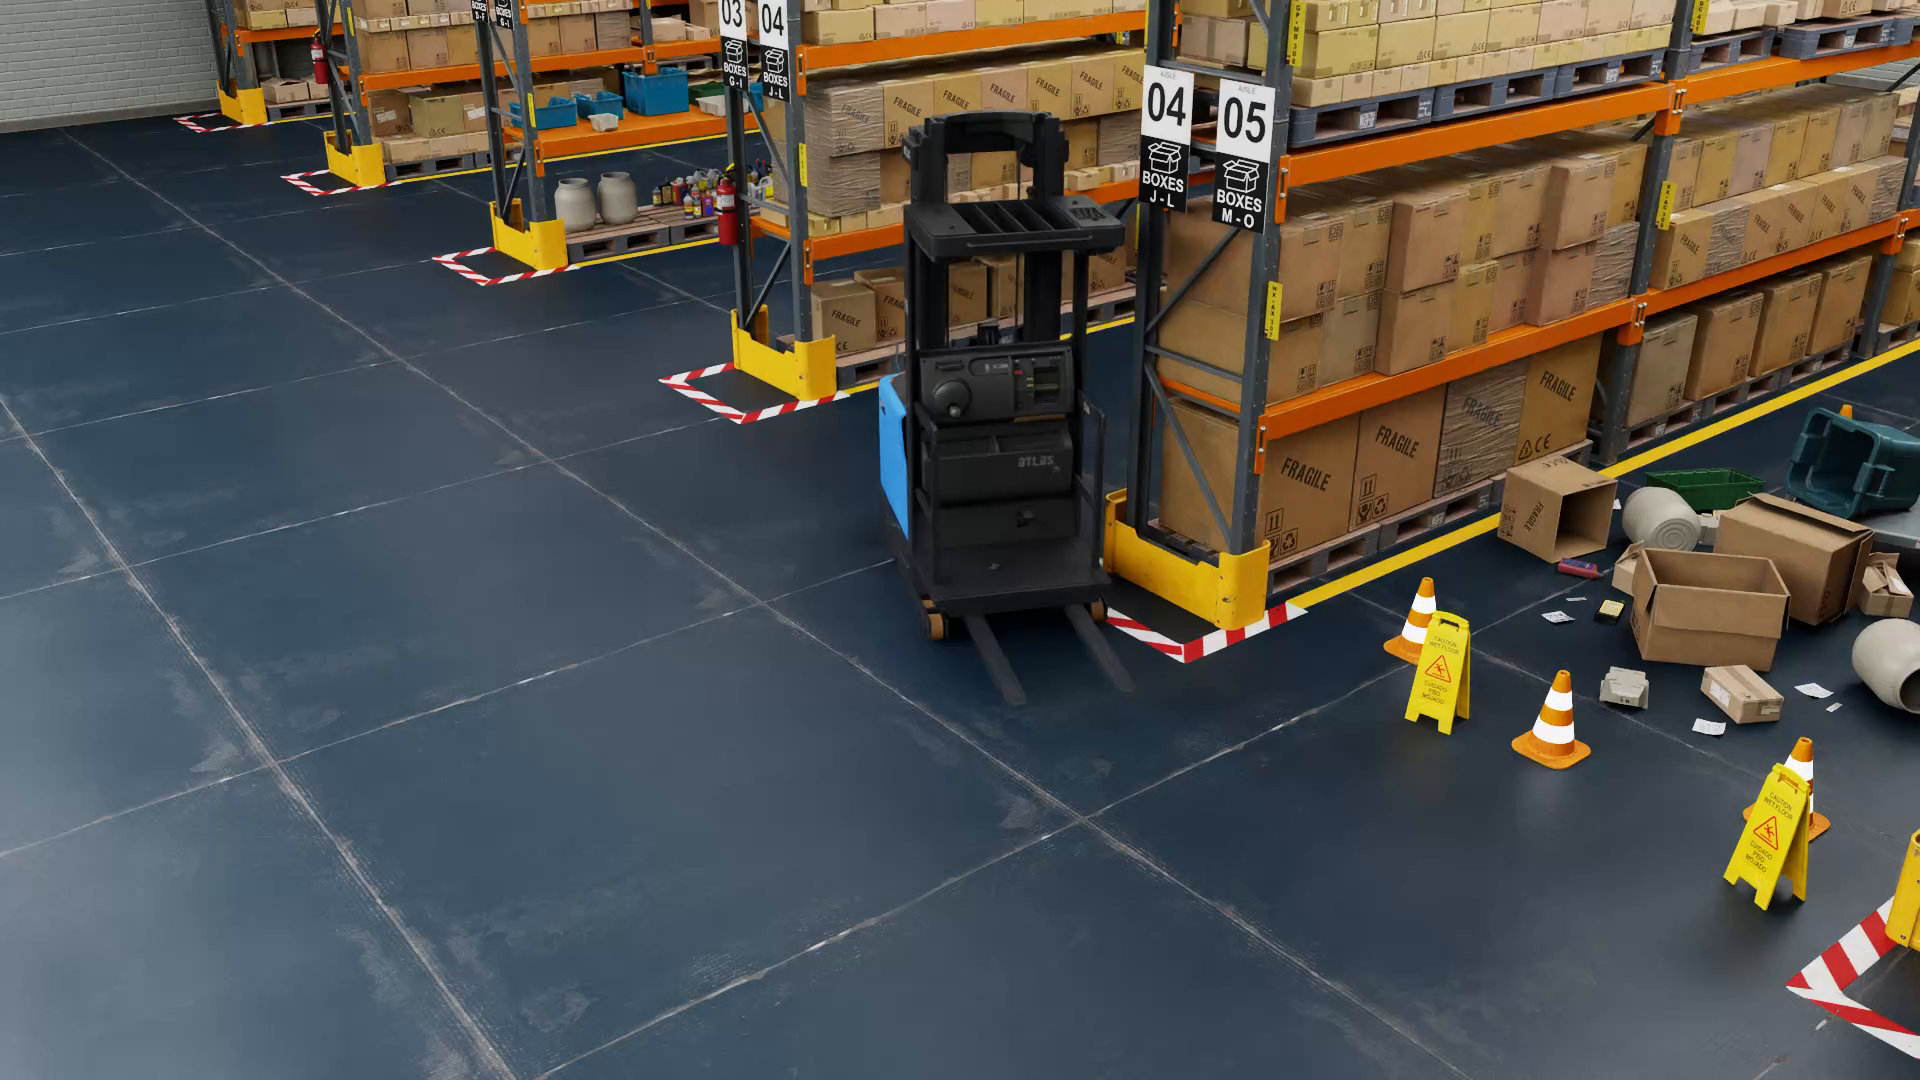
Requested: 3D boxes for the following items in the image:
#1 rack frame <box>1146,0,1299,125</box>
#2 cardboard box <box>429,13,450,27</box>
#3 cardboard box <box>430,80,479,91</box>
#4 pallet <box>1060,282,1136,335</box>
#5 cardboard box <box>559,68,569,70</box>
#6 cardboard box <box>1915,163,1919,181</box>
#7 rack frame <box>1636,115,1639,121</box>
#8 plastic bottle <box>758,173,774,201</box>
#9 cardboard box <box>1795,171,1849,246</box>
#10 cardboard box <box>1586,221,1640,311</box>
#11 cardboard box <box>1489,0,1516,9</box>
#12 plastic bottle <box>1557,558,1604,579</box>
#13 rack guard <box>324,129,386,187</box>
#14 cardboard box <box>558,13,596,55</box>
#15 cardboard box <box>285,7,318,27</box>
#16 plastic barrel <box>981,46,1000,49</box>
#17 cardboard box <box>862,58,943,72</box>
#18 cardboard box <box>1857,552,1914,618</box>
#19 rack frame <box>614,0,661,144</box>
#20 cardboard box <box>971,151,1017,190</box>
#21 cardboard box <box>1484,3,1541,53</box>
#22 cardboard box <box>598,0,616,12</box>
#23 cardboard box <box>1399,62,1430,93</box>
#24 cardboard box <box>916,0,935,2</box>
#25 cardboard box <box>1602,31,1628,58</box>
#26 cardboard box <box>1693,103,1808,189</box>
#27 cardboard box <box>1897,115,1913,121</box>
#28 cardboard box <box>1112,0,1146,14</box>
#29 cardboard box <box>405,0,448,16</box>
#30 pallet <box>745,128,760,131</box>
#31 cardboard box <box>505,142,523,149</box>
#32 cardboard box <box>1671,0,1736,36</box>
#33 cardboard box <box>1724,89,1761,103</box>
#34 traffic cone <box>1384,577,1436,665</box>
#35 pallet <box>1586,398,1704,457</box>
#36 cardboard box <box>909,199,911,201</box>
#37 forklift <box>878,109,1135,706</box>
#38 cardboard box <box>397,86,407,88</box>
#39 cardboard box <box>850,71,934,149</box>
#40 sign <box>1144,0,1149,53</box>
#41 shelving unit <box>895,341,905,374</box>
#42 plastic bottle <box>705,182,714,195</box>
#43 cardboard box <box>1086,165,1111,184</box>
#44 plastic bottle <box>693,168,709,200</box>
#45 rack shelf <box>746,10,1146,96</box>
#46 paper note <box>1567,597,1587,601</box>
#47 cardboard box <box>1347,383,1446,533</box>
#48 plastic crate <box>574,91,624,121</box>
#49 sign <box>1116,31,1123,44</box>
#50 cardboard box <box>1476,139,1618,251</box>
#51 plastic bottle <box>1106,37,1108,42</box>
[{"bbox_3d":[1.421,-3.764,8.671,0.127,3.000,1.000,-18,31,-34],"label":"rack frame"},{"bbox_3d":[-6.625,-6.564,20.940,0.250,0.149,0.380,-19,31,-35],"label":"cardboard box"},{"bbox_3d":[-6.653,-5.781,22.019,0.500,0.500,0.500,-18,31,-34],"label":"cardboard box"},{"bbox_3d":[1.081,-2.300,15.955,1.213,0.211,1.003,-18,31,-34],"label":"pallet"},{"bbox_3d":[-6.637,-8.087,27.559,0.500,0.500,0.700,-19,31,-35],"label":"cardboard box"},{"bbox_3d":[8.193,-3.247,14.482,0.250,0.149,0.380,-19,31,-35],"label":"cardboard box"},{"bbox_3d":[7.883,-5.829,20.247,0.127,3.000,1.000,-18,31,-34],"label":"rack frame"},{"bbox_3d":[-2.202,-3.993,18.916,0.185,0.351,0.144,-18,31,-34],"label":"plastic bottle"},{"bbox_3d":[6.741,-2.701,13.389,0.500,0.500,0.500,-19,31,-35],"label":"cardboard box"},{"bbox_3d":[4.286,-2.050,11.926,0.550,0.550,0.875,-18,31,-34],"label":"cardboard box"},{"bbox_3d":[3.083,-3.265,9.892,0.250,0.149,0.380,-18,30,-33],"label":"cardboard box"},{"bbox_3d":[4.030,0.190,10.768,0.283,0.061,0.133,15,29,29],"label":"plastic bottle"},{"bbox_3d":[-7.688,-4.855,21.117,0.348,0.500,1.175,-18,31,-34],"label":"rack guard"},{"bbox_3d":[-5.278,-6.823,22.269,0.500,0.500,0.700,-19,31,-35],"label":"cardboard box"},{"bbox_3d":[-9.749,-7.737,24.512,0.500,0.250,0.500,-19,31,-36],"label":"cardboard box"},{"bbox_3d":[0.338,-5.932,20.308,0.433,0.535,0.433,0,25,0],"label":"plastic barrel"},{"bbox_3d":[-0.494,-3.832,14.283,0.500,0.500,0.500,-18,31,-34],"label":"cardboard box"},{"bbox_3d":[5.738,0.272,10.347,0.258,0.266,0.396,5,25,11],"label":"cardboard box"},{"bbox_3d":[-4.522,-7.034,22.843,0.127,3.000,1.000,-18,31,-34],"label":"rack frame"},{"bbox_3d":[0.030,-3.437,14.621,0.500,0.500,0.875,-18,31,-34],"label":"cardboard box"},{"bbox_3d":[3.150,-3.140,10.097,0.500,0.250,0.500,-18,31,-34],"label":"cardboard box"},{"bbox_3d":[-4.799,-7.168,22.243,0.250,0.149,0.380,-19,31,-35],"label":"cardboard box"},{"bbox_3d":[2.486,-2.705,9.634,0.250,0.149,0.380,-18,30,-34],"label":"cardboard box"},{"bbox_3d":[-0.362,-4.431,13.376,0.250,0.149,0.380,-18,31,-34],"label":"cardboard box"},{"bbox_3d":[4.079,-3.231,10.766,0.250,0.149,0.380,-18,30,-33],"label":"cardboard box"},{"bbox_3d":[6.156,-3.108,13.077,0.500,0.500,0.700,-19,31,-35],"label":"cardboard box"},{"bbox_3d":[8.410,-3.594,14.523,0.250,0.149,0.380,-19,31,-35],"label":"cardboard box"},{"bbox_3d":[1.390,-4.839,14.728,0.500,0.250,0.500,-17,30,-32],"label":"cardboard box"},{"bbox_3d":[-6.842,-6.898,20.890,0.500,0.500,0.700,-19,31,-35],"label":"cardboard box"},{"bbox_3d":[-3.005,-6.292,24.557,1.213,0.211,1.003,-18,31,-34],"label":"pallet"},{"bbox_3d":[-5.929,-5.393,22.074,0.500,0.250,0.500,-18,31,-34],"label":"cardboard box"},{"bbox_3d":[5.198,-3.691,11.620,0.396,0.266,0.258,-19,31,-35],"label":"cardboard box"},{"bbox_3d":[9.861,-5.666,21.920,0.875,0.875,0.875,-18,31,-34],"label":"cardboard box"},{"bbox_3d":[2.716,0.440,9.751,0.334,0.463,0.336,-18,31,-34],"label":"traffic cone"},{"bbox_3d":[5.130,-1.042,13.245,1.213,0.211,1.003,-18,31,-34],"label":"pallet"},{"bbox_3d":[-0.389,-2.846,14.118,0.250,0.149,0.380,-18,31,-34],"label":"cardboard box"},{"bbox_3d":[0.274,-0.901,9.709,1.130,2.935,3.031,-6,25,-12],"label":"forklift"},{"bbox_3d":[-8.852,-7.171,26.003,0.250,0.149,0.380,-21,32,-38],"label":"cardboard box"},{"bbox_3d":[-0.561,-3.526,13.625,0.500,0.500,0.500,-18,31,-34],"label":"cardboard box"},{"bbox_3d":[1.098,-2.952,9.528,0.005,0.325,0.100,-18,31,-34],"label":"sign"},{"bbox_3d":[-0.298,-0.800,11.537,0.258,1.200,0.189,17,28,34],"label":"shelving unit"},{"bbox_3d":[-2.880,-4.014,19.136,0.097,0.201,0.097,0,25,0],"label":"plastic bottle"},{"bbox_3d":[1.164,-3.377,15.262,0.250,0.149,0.380,-18,31,-34],"label":"cardboard box"},{"bbox_3d":[-2.989,-4.110,19.167,0.185,0.351,0.144,-17,30,-32],"label":"plastic bottle"},{"bbox_3d":[0.014,-4.266,14.170,4.000,0.370,1.077,-18,31,-34],"label":"rack shelf"},{"bbox_3d":[3.870,0.372,10.437,0.123,0.001,0.032,-3,25,-7],"label":"paper note"},{"bbox_3d":[2.605,-0.697,11.213,0.875,0.875,0.875,-19,31,-35],"label":"cardboard box"},{"bbox_3d":[-3.892,-4.681,17.951,0.408,0.251,0.499,-18,31,-34],"label":"plastic crate"},{"bbox_3d":[2.024,-6.325,21.121,0.005,0.325,0.100,-18,31,-34],"label":"sign"},{"bbox_3d":[3.897,-2.374,11.341,0.550,0.550,0.875,-18,31,-34],"label":"cardboard box"},{"bbox_3d":[1.916,-6.684,22.228,0.133,0.283,0.061,-18,31,-34],"label":"plastic bottle"}]
